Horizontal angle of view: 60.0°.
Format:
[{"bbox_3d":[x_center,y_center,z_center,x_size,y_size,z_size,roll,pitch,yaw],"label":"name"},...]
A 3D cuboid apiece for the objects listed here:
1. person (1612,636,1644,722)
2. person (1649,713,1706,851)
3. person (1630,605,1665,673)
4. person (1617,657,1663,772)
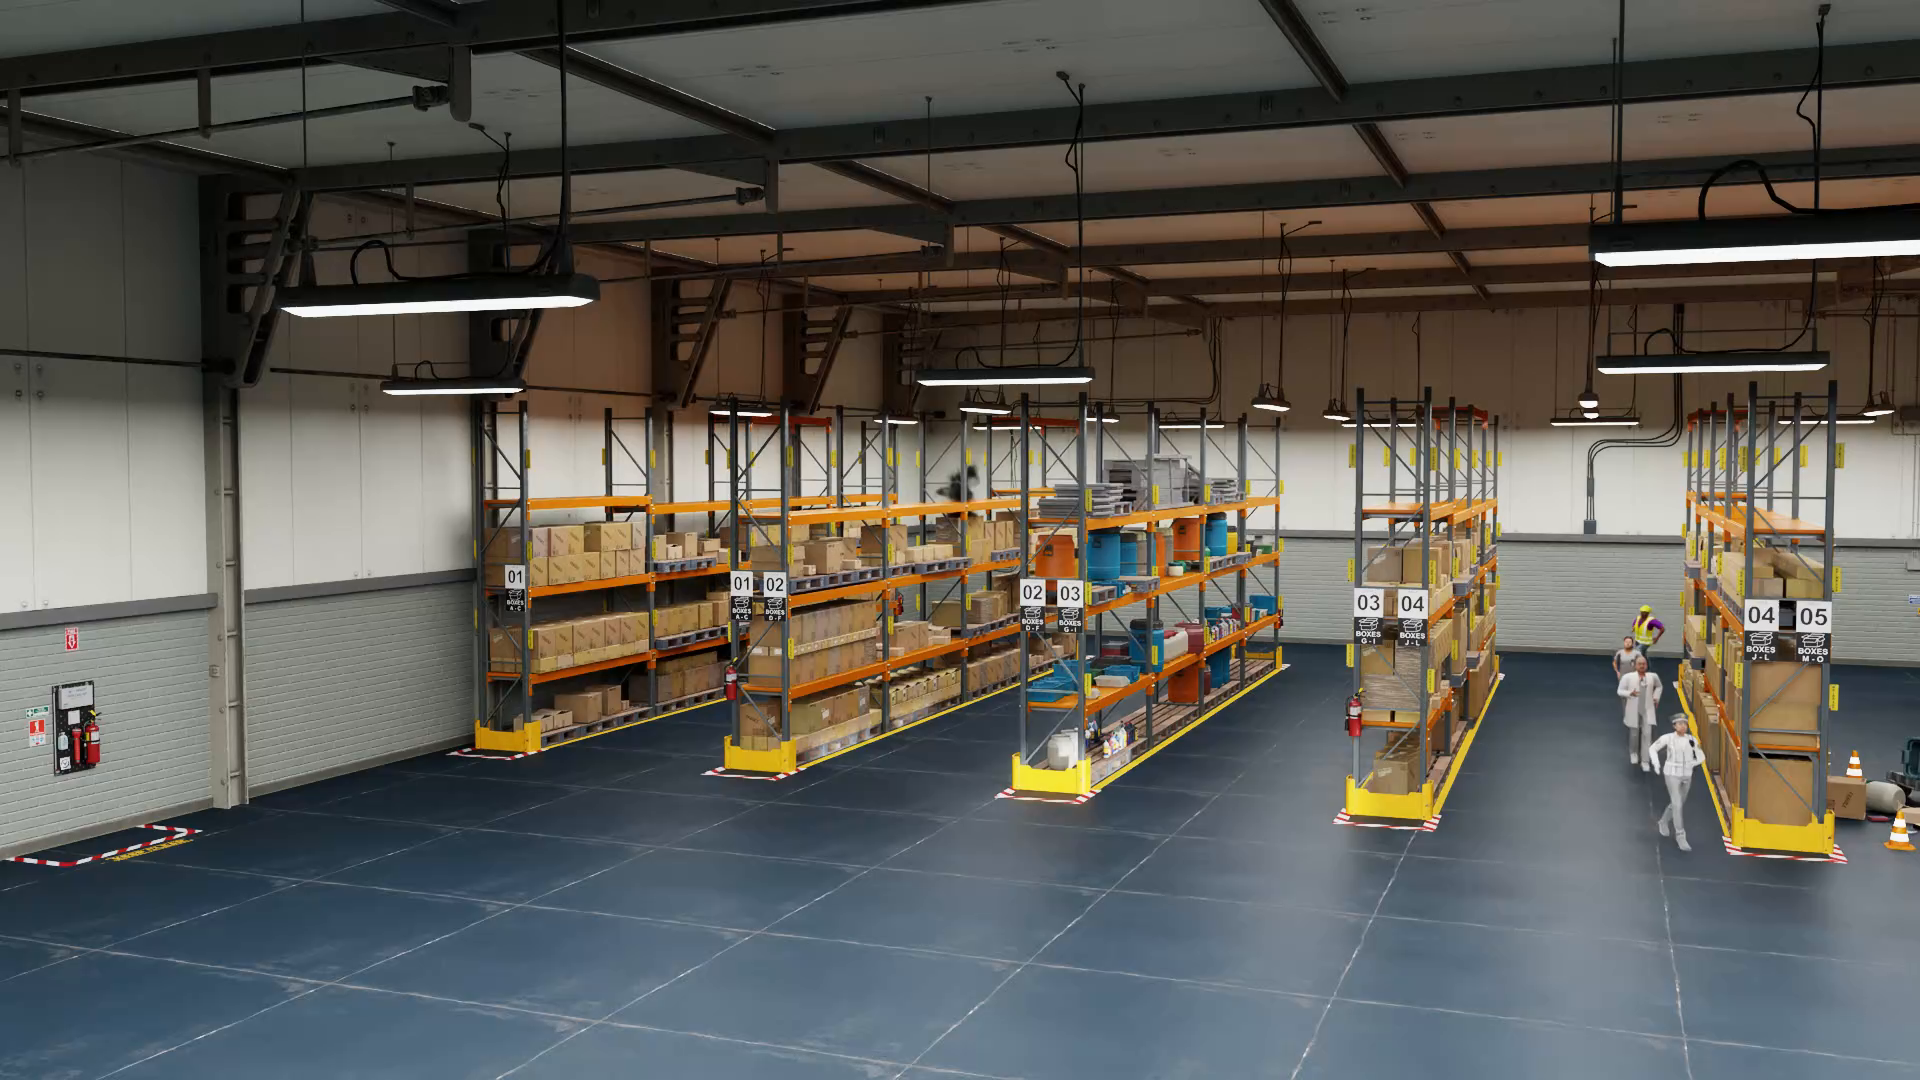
[{"bbox_3d":[12.796,2.644,31.823,0.590,1.633,0.642,1,3,25],"label":"person"},{"bbox_3d":[9.365,3.100,21.626,0.649,1.717,0.851,0,3,-6],"label":"person"},{"bbox_3d":[15.440,2.326,37.564,0.914,1.742,0.793,-1,3,-16],"label":"person"},{"bbox_3d":[10.957,2.815,26.776,0.710,1.682,1.001,1,3,16],"label":"person"}]
